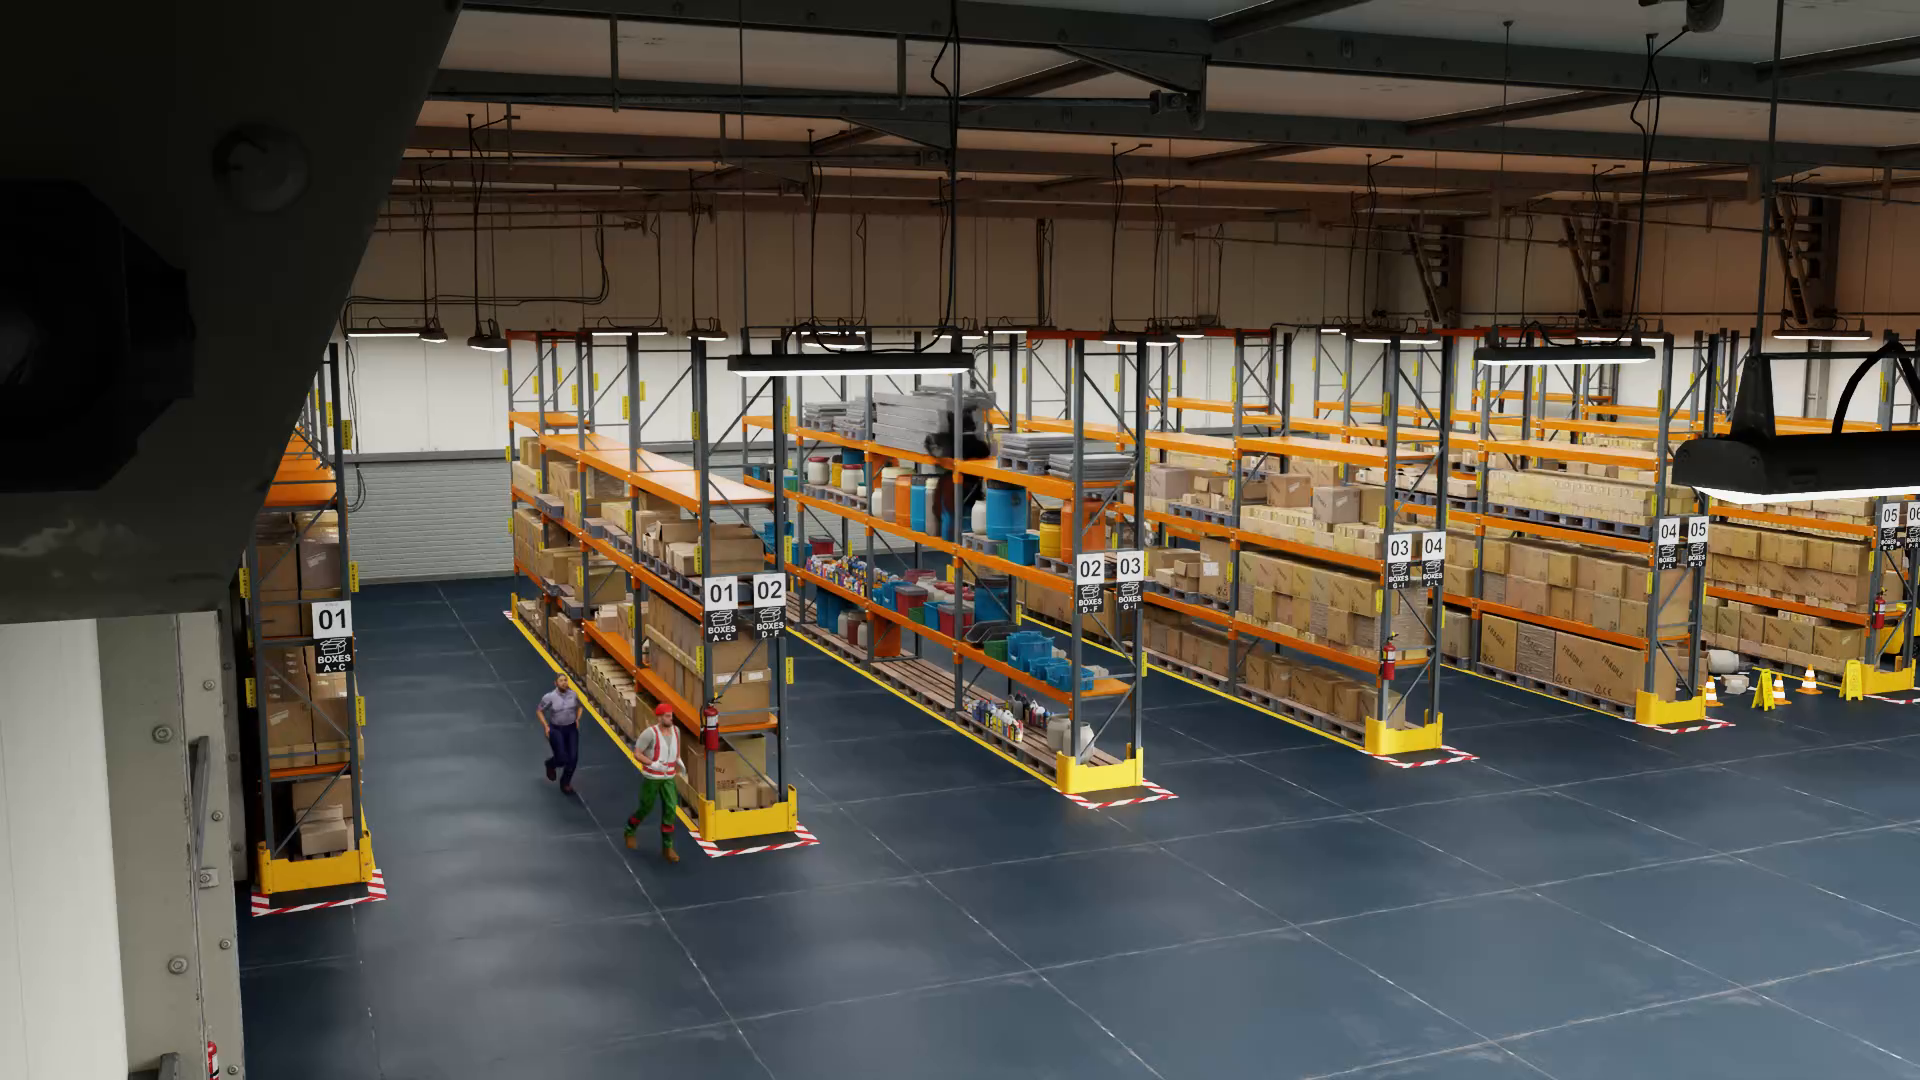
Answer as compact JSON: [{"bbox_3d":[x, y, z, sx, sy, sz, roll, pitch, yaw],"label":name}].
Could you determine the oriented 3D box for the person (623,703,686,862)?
[{"bbox_3d":[-3.497,2.785,19.527,0.715,1.782,0.925,-7,11,-42],"label":"person"}]

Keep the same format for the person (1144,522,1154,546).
[{"bbox_3d":[4.093,0.374,38.160,0.658,1.645,1.091,-2,8,-18],"label":"person"}]

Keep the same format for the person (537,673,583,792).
[{"bbox_3d":[-5.269,2.550,22.086,0.607,1.593,0.551,-5,9,-34],"label":"person"}]
